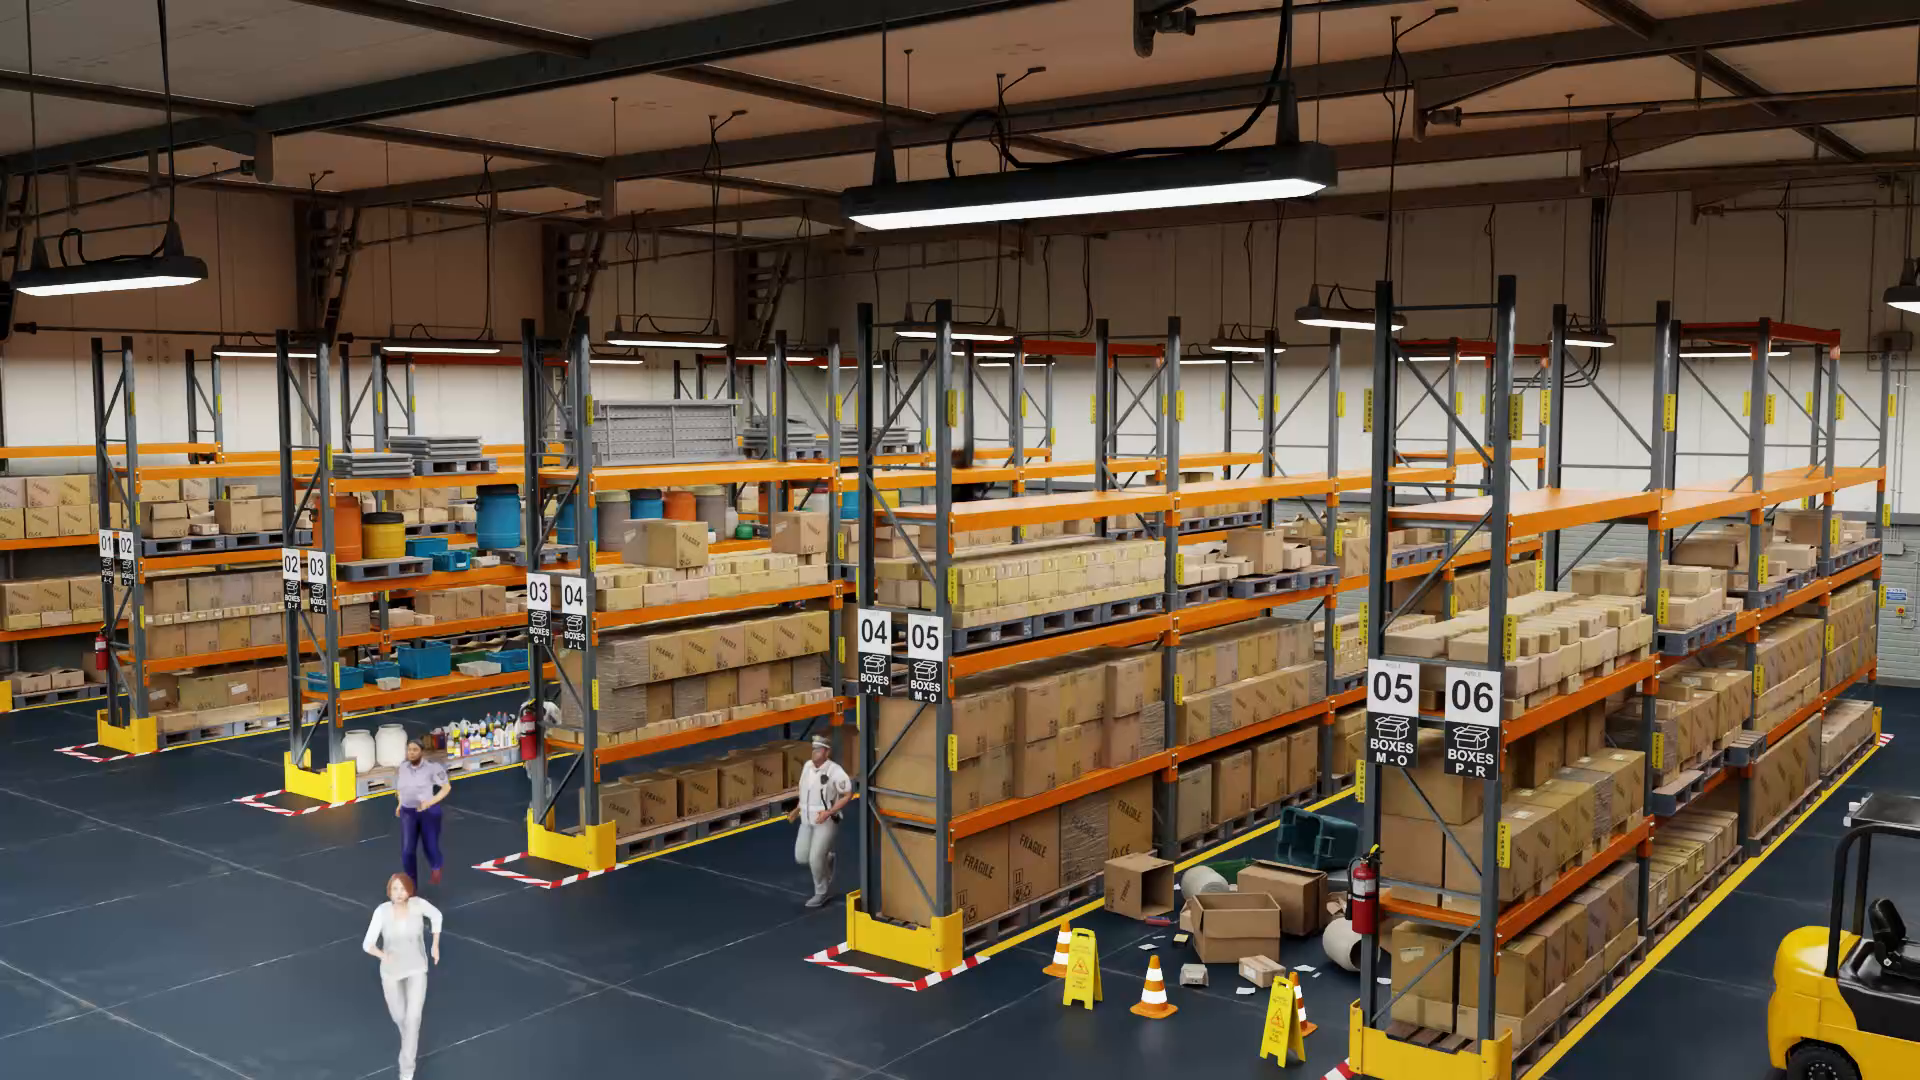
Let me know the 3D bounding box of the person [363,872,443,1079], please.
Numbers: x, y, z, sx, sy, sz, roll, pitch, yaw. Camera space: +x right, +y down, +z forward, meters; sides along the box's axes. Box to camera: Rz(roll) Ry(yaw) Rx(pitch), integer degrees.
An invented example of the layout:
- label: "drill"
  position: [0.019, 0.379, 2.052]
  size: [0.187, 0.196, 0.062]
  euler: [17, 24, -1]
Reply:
- label: "person"
  position: [-4.197, 3.292, 12.569]
  size: [0.569, 1.641, 0.826]
  euler: [-1, 5, -17]

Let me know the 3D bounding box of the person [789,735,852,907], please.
- label: "person"
  position: [-1.397, 2.835, 16.958]
  size: [0.667, 1.744, 0.599]
  euler: [3, 6, 34]

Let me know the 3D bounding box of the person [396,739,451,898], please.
- label: "person"
  position: [-5.525, 2.861, 17.136]
  size: [0.603, 1.686, 0.814]
  euler: [0, 5, -1]

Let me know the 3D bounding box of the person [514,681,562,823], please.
- label: "person"
  position: [-5.193, 2.550, 20.508]
  size: [0.617, 1.700, 0.876]
  euler: [1, 5, 9]
